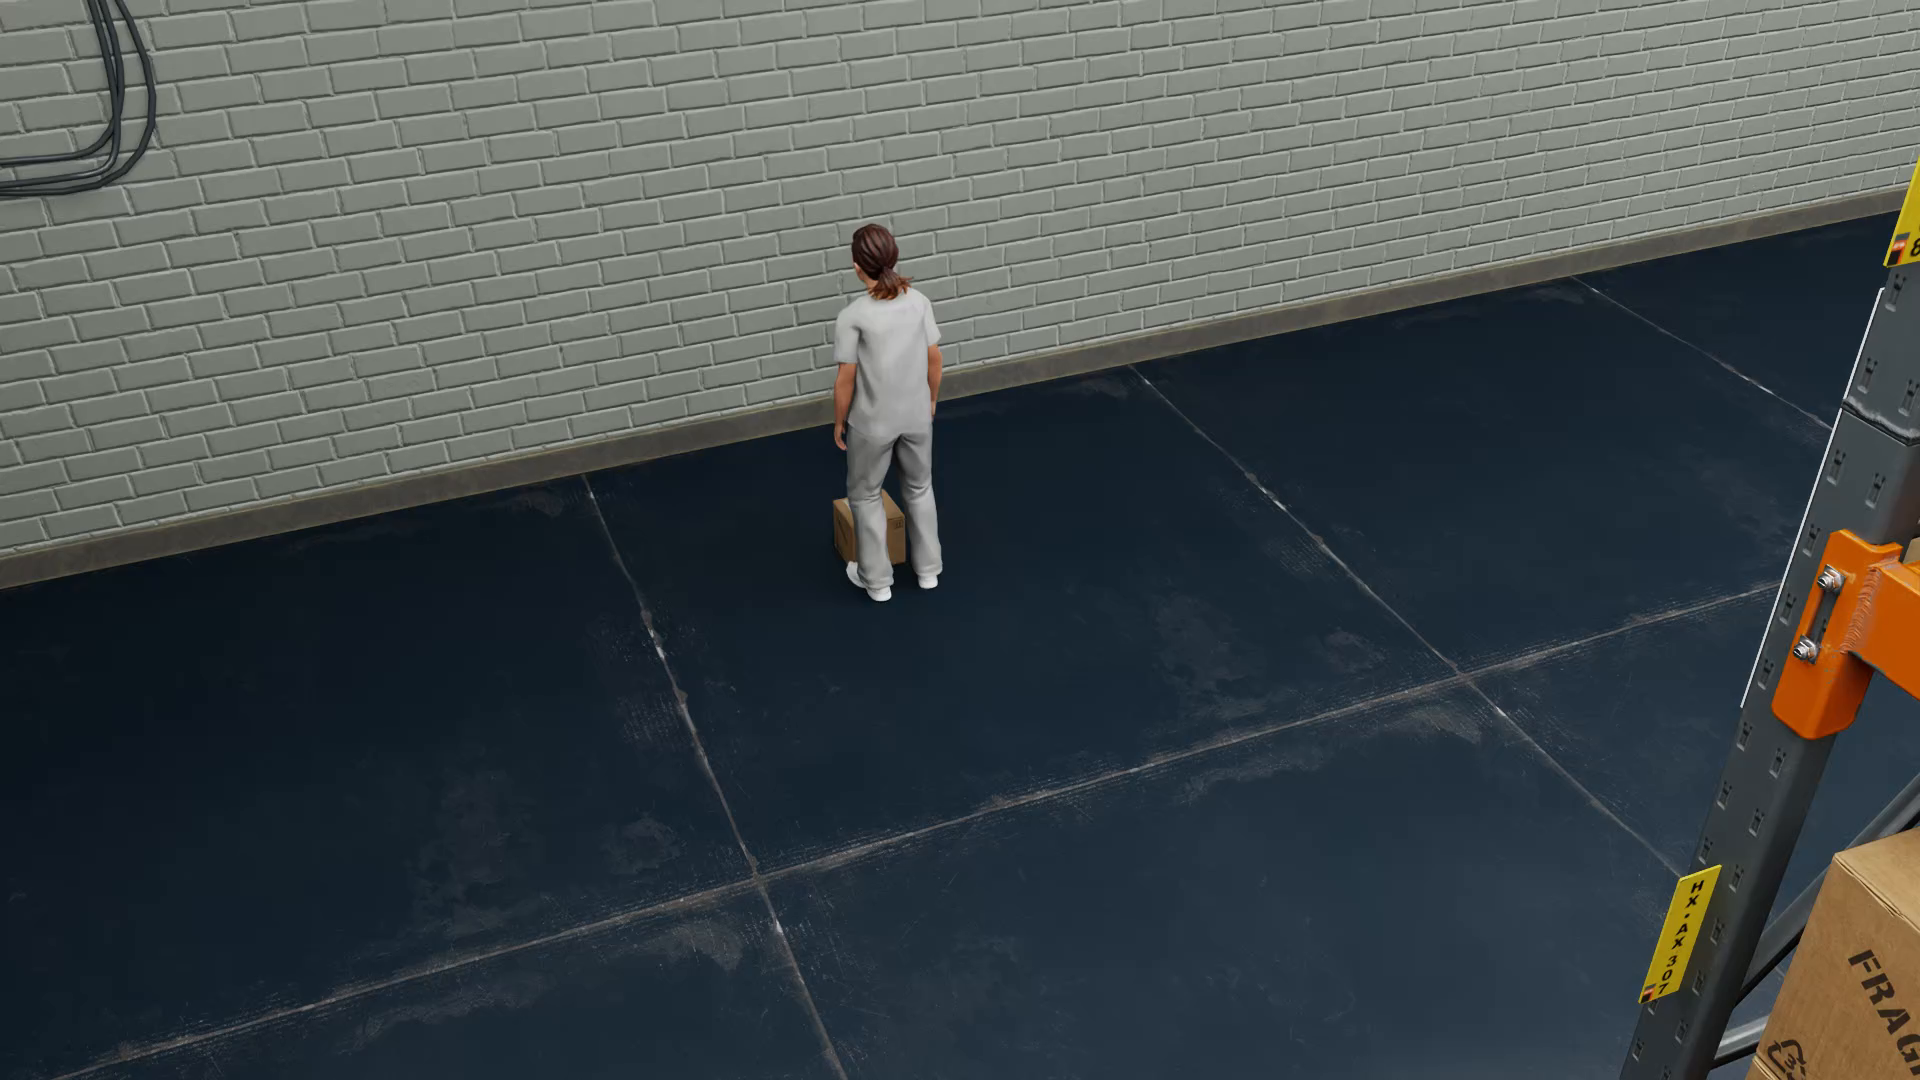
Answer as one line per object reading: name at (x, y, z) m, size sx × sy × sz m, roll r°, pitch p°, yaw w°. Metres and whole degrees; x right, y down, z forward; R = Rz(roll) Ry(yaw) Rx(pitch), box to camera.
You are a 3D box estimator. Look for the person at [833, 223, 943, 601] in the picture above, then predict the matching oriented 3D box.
person at (-0.300, -0.506, 6.904) m, size 0.491 × 1.672 × 0.361 m, roll -14°, pitch 36°, yaw -20°
